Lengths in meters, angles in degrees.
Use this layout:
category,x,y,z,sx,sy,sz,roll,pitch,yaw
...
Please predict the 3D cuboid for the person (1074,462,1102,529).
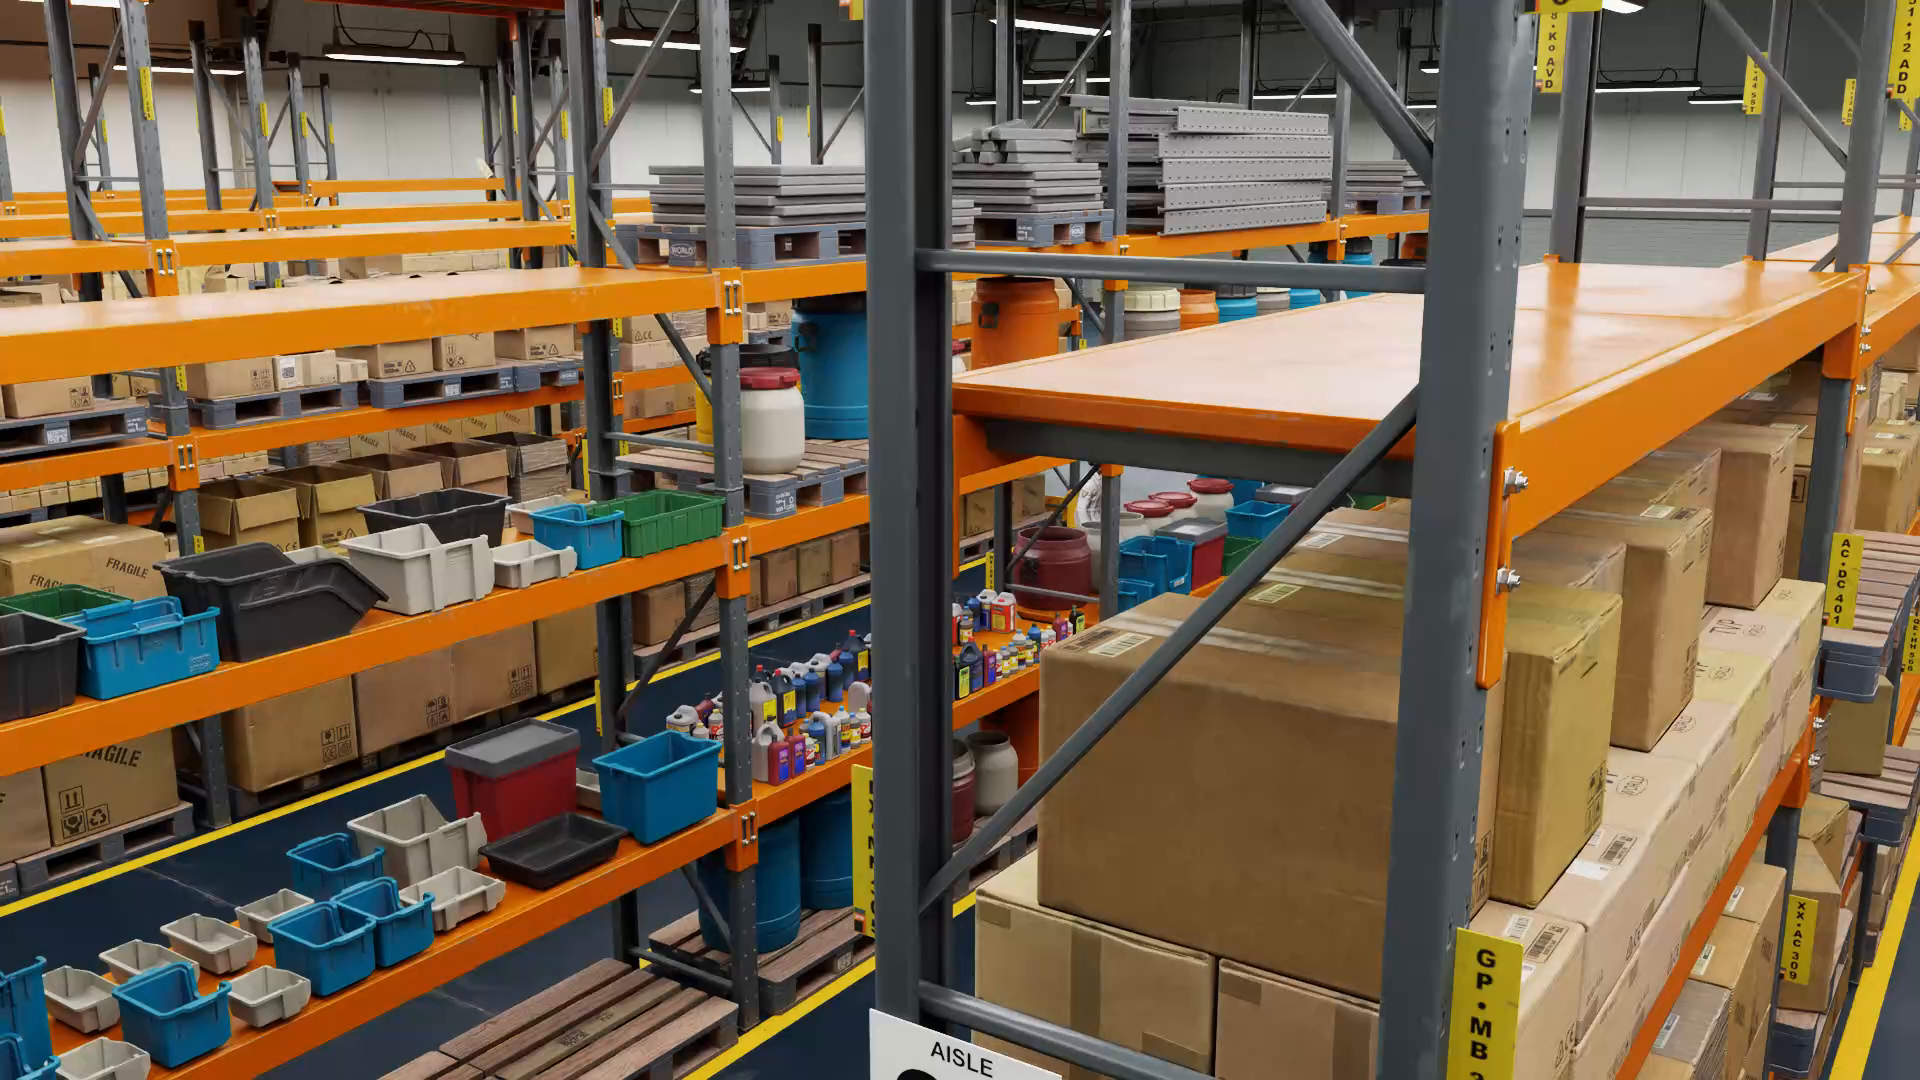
category,x,y,z,sx,sy,sz,roll,pitch,yaw
person,1.427,-0.138,17.574,0.405,1.661,0.538,8,15,32
